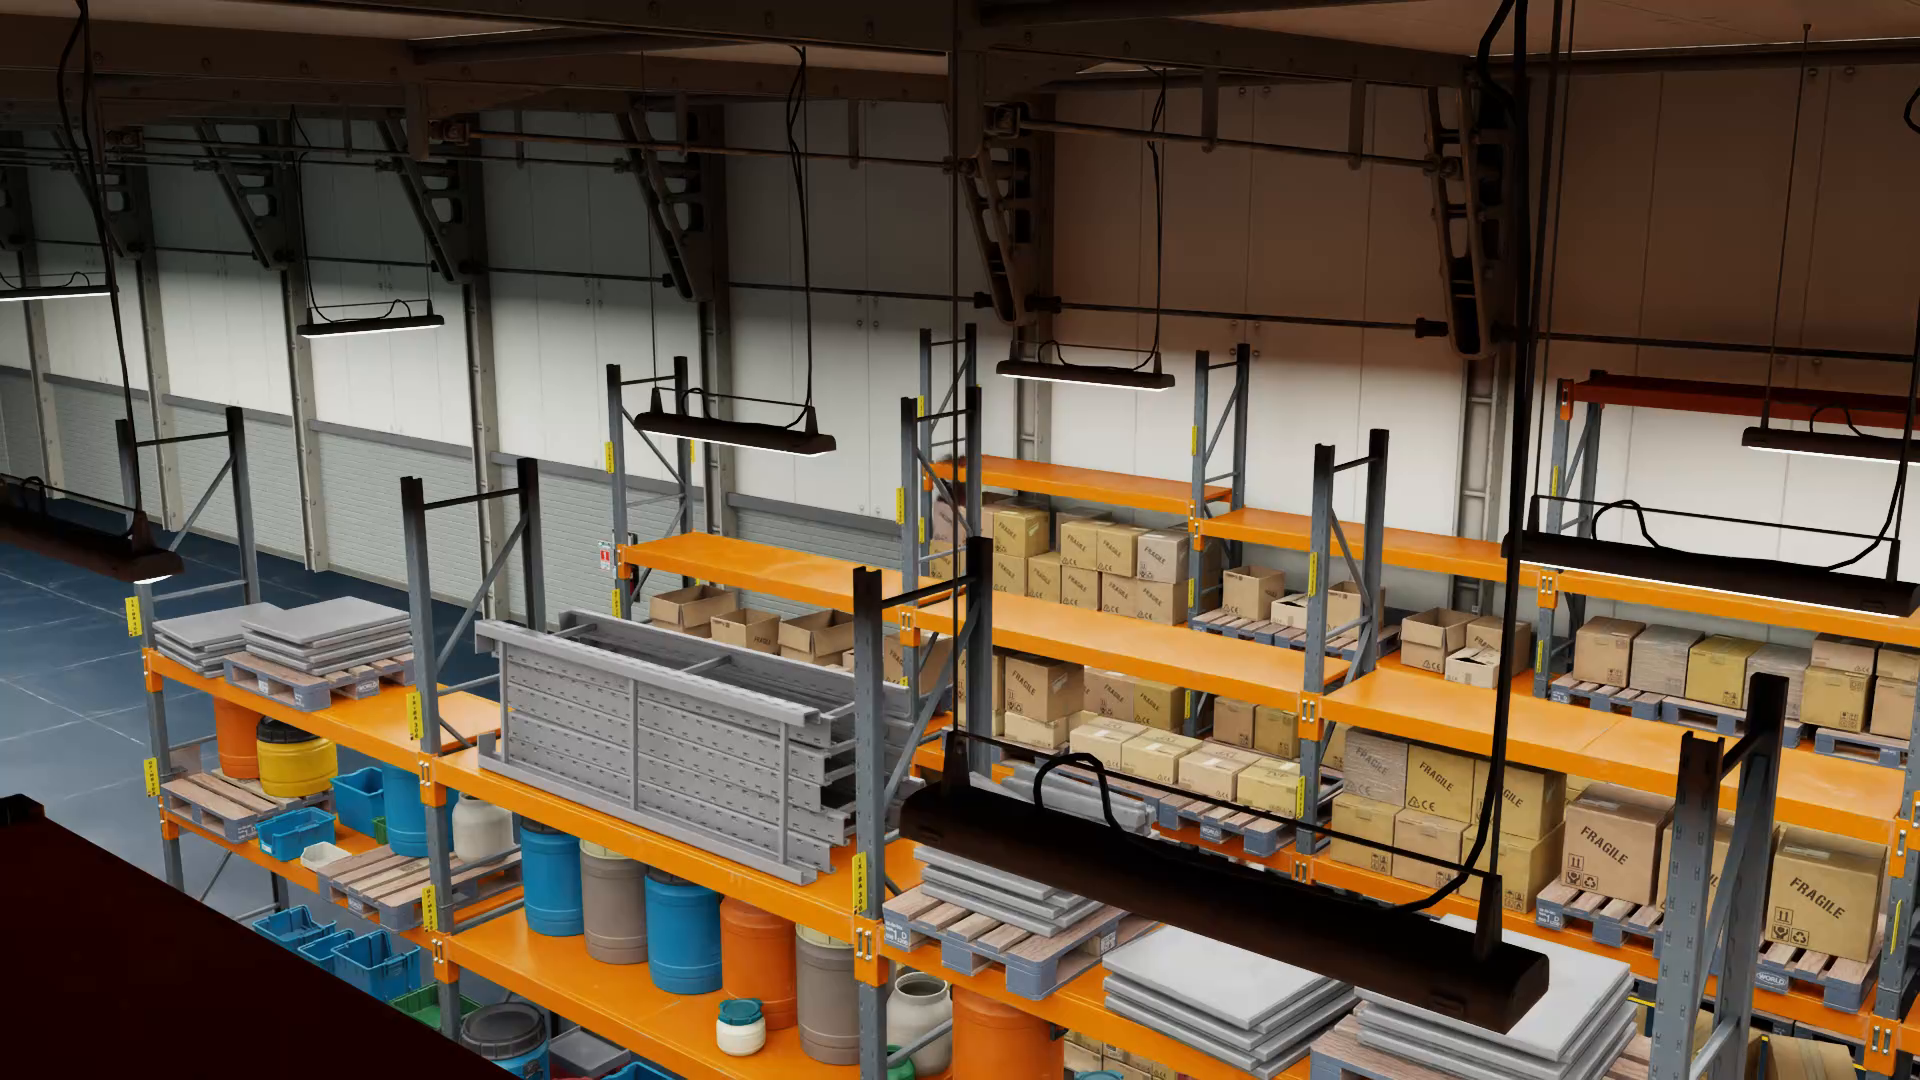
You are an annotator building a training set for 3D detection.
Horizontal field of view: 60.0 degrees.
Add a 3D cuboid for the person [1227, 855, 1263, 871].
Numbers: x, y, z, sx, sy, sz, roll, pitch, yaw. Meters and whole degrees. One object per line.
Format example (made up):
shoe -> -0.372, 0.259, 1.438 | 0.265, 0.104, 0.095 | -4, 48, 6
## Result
person -> 2.862, 3.426, 17.137 | 1.016, 1.734, 0.669 | 8, 15, 31
